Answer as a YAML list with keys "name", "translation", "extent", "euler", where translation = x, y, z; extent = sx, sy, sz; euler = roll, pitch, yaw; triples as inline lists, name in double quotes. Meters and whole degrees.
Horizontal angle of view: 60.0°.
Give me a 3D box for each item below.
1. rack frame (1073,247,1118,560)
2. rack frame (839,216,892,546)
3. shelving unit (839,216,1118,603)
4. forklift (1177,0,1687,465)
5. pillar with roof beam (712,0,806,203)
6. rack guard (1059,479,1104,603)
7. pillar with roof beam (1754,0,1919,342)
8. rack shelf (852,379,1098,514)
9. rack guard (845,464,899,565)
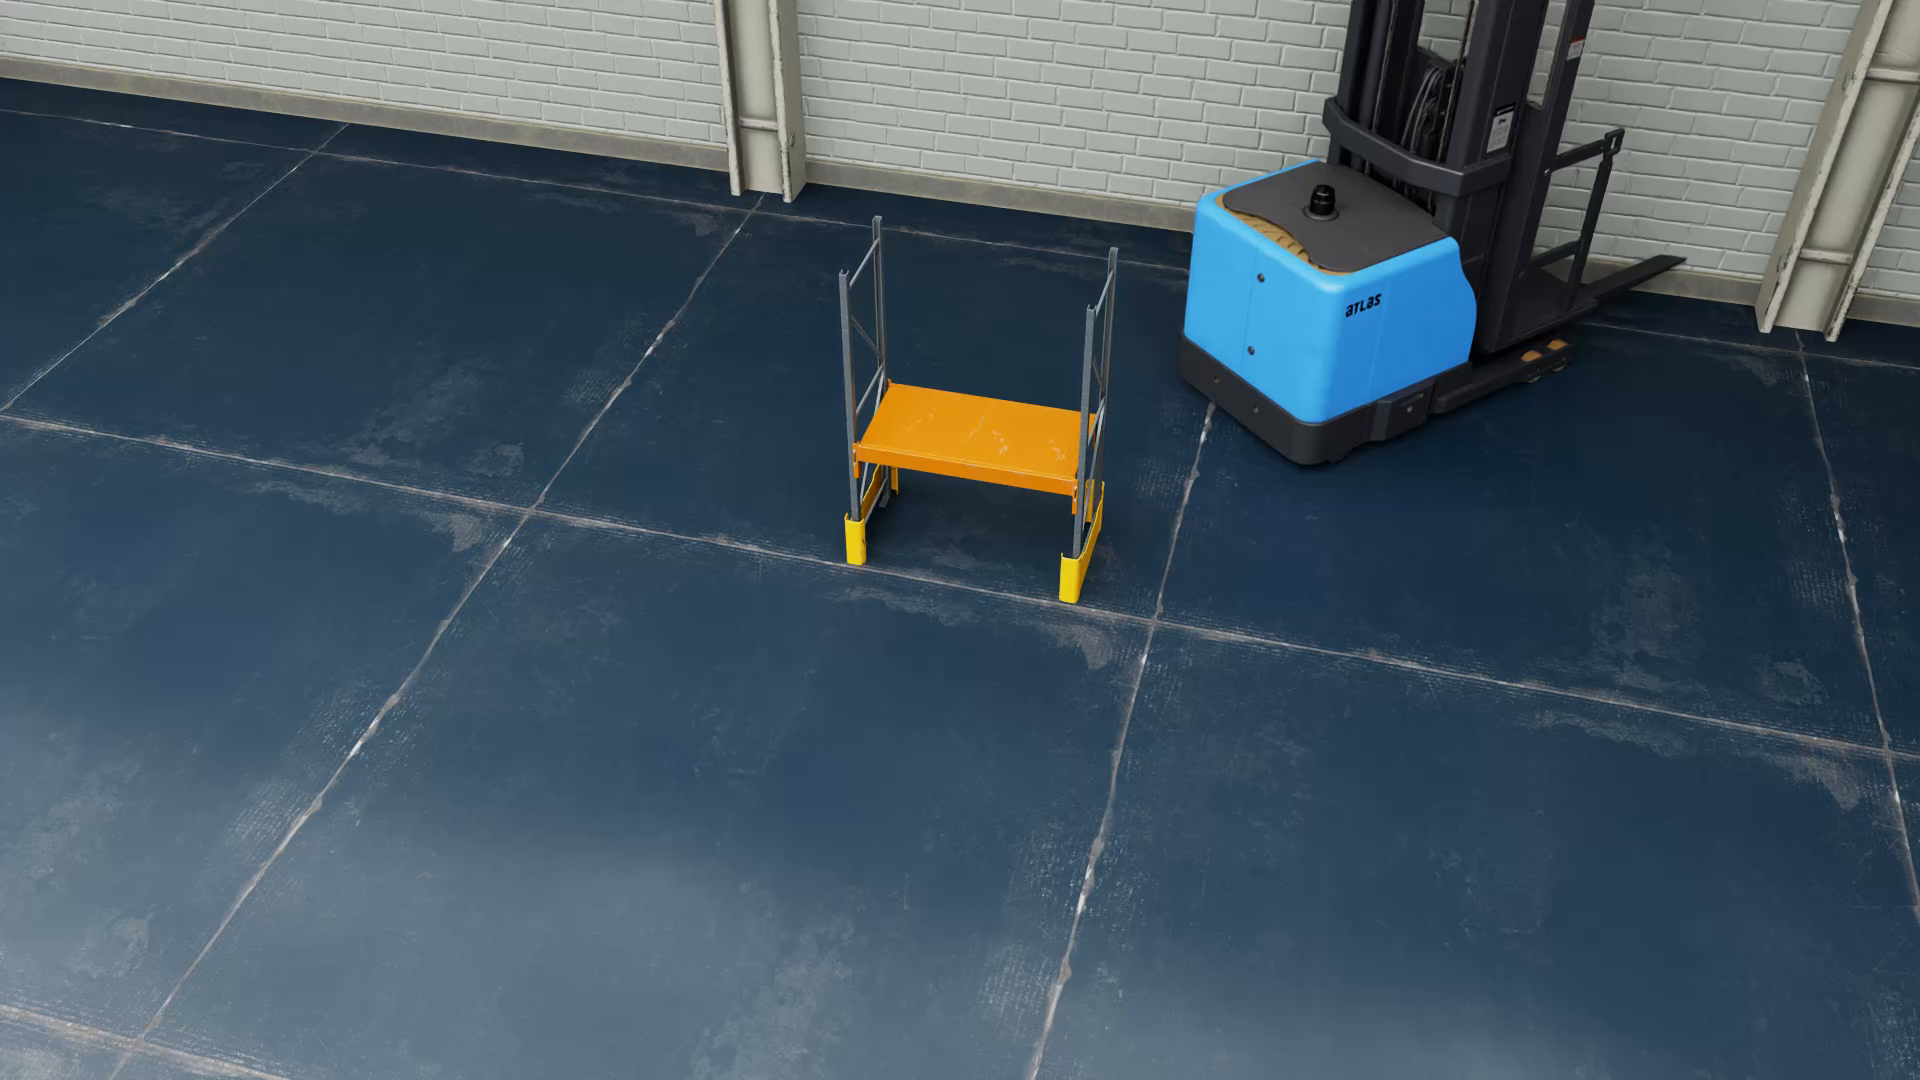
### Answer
- name: "rack frame"
  translation: [0.573, -0.476, 7.150]
  extent: [0.032, 1.500, 0.500]
  euler: [10, 41, 11]
- name: "rack frame"
  translation: [-0.409, -0.645, 7.351]
  extent: [0.032, 1.500, 0.500]
  euler: [10, 41, 11]
- name: "shelving unit"
  translation: [0.074, -0.562, 7.253]
  extent: [1.083, 1.500, 0.587]
  euler: [10, 41, 11]
- name: "forklift"
  translation: [2.650, -2.214, 8.107]
  extent: [3.031, 2.935, 1.130]
  euler: [-22, 45, -24]
- name: "pillar with roof beam"
  translation: [-2.298, -2.973, 4.293]
  extent: [0.400, 9.000, 9.100]
  euler: [10, 41, 11]
- name: "rack guard"
  translation: [0.555, 0.000, 7.556]
  extent: [0.087, 0.250, 0.587]
  euler: [10, 41, 11]
- name: "pillar with roof beam"
  translation: [3.498, -1.976, 3.105]
  extent: [0.400, 9.000, 9.100]
  euler: [10, 41, 11]
- name: "rack shelf"
  translation: [0.082, -0.422, 7.366]
  extent: [1.000, 0.185, 0.538]
  euler: [10, 41, 11]
- name: "rack guard"
  translation: [-0.407, -0.166, 7.753]
  extent: [0.087, 0.250, 0.587]
  euler: [10, 41, 11]
